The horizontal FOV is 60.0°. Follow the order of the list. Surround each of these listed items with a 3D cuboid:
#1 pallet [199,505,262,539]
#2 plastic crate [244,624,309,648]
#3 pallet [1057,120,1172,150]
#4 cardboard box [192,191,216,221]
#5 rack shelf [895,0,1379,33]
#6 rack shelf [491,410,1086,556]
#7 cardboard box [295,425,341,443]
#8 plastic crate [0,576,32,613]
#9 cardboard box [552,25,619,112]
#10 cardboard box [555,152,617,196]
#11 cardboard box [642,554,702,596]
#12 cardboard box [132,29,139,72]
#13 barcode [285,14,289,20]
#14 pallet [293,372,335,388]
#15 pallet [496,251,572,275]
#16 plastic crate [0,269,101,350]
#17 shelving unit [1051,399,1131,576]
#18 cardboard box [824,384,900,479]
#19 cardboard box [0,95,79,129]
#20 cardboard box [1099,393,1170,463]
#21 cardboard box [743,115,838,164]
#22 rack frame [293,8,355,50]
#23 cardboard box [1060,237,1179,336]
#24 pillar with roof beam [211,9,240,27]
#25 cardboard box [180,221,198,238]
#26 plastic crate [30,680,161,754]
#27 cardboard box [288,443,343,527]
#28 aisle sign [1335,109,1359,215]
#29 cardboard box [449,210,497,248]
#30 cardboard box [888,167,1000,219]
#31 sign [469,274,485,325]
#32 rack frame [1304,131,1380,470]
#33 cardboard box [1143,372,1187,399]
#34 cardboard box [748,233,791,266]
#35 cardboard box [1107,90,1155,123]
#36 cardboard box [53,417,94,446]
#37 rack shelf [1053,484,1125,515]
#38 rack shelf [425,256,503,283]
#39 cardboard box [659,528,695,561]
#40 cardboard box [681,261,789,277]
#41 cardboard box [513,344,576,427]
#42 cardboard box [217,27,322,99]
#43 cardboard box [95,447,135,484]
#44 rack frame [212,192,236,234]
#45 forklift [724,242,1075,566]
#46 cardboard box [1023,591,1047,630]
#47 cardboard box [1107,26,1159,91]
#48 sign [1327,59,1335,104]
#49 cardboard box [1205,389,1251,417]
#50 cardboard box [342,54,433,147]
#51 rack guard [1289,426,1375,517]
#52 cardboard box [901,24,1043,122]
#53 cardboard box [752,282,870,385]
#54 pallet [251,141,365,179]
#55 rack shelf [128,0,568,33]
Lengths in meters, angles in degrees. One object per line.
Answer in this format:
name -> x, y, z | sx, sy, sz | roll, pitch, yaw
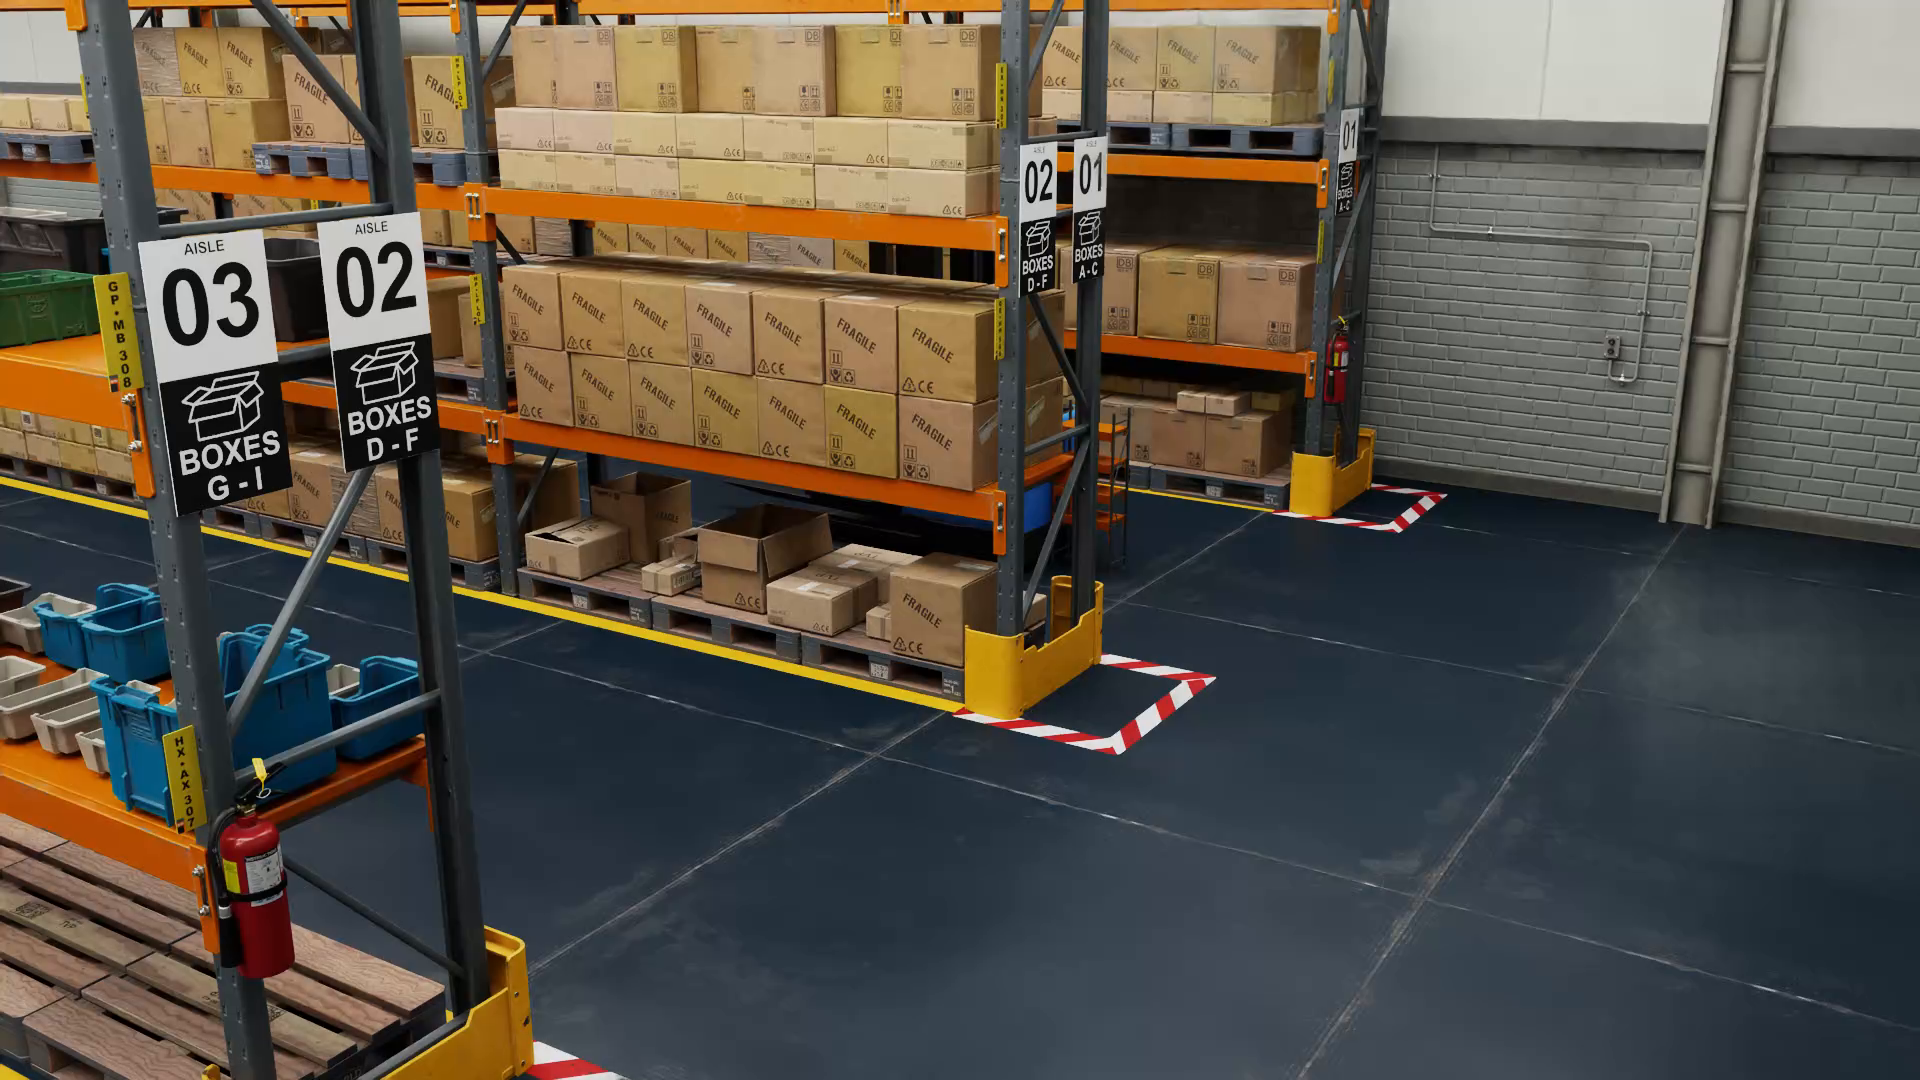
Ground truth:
pallet -> -5.680, -0.318, 13.566 | 1.213, 0.211, 1.003 | 10, 20, 30
plastic crate -> -2.674, 0.500, 6.260 | 0.300, 0.233, 0.416 | 10, 20, 30
pallet -> 1.428, -3.474, 14.150 | 1.213, 0.211, 1.003 | 10, 20, 30
cardboard box -> -8.976, -4.136, 20.269 | 0.500, 0.500, 0.500 | 11, 20, 32
rack shelf -> 1.405, -4.425, 13.892 | 4.000, 0.370, 1.077 | 10, 20, 30
rack shelf -> -1.184, -0.519, 10.665 | 4.000, 0.370, 1.077 | 10, 20, 30
cardboard box -> -4.936, -0.627, 13.328 | 0.500, 0.500, 0.500 | 9, 19, 28
plastic crate -> -4.389, 0.266, 7.215 | 0.590, 0.125, 0.437 | 10, 20, 30
cardboard box -> -2.102, -2.953, 10.388 | 0.500, 0.500, 0.700 | 10, 20, 30
cardboard box -> -2.179, -2.318, 10.449 | 0.500, 0.250, 0.500 | 10, 20, 30
cardboard box -> -1.901, 0.225, 11.098 | 0.250, 0.166, 0.380 | 10, 20, 30
cardboard box -> -9.922, -5.983, 20.330 | 0.500, 0.500, 0.500 | 10, 19, 29
barcode -> -8.075, -6.273, 19.943 | 0.075, 0.075, 0.001 | 10, 20, 30
pallet -> -4.637, -1.389, 12.623 | 1.213, 0.211, 1.003 | 10, 20, 30
pallet -> -4.370, -2.993, 17.904 | 1.003, 0.211, 1.213 | 10, 20, 30
plastic crate -> -3.065, -0.746, 5.378 | 0.336, 0.188, 0.450 | 10, 20, 30
shelving unit -> 0.945, -0.383, 12.079 | 0.503, 1.200, 0.258 | 11, 20, 33
cardboard box -> -0.448, -0.685, 9.804 | 0.500, 0.500, 0.500 | 10, 20, 31
cardboard box -> -7.650, -3.560, 13.815 | 0.500, 0.250, 0.500 | 10, 19, 29
cardboard box -> 1.606, -1.025, 14.673 | 0.500, 0.500, 0.700 | 9, 19, 28
cardboard box -> -0.901, -2.329, 9.625 | 0.500, 0.250, 0.500 | 10, 20, 30
rack frame -> -7.116, -6.482, 18.737 | 0.127, 3.000, 1.000 | 10, 20, 30
cardboard box -> 1.399, -2.231, 14.548 | 0.700, 0.700, 0.980 | 9, 19, 27
pillar with roof beam -> -11.728, -6.132, 17.585 | 0.400, 9.000, 9.100 | 10, 20, 30
cardboard box -> -9.394, -3.850, 20.619 | 0.500, 0.250, 0.500 | 10, 19, 29
plastic crate -> -3.104, 0.638, 5.970 | 0.243, 0.136, 0.396 | 10, 20, 30
cardboard box -> -4.737, -0.416, 12.634 | 0.500, 0.500, 0.500 | 9, 19, 28
aisle sign -> 3.014, -2.945, 12.941 | 0.004, 0.787, 0.394 | 10, 20, 30
cardboard box -> -5.186, -3.514, 18.360 | 0.500, 0.500, 0.700 | 10, 20, 30
cardboard box -> -0.055, -1.935, 9.187 | 0.500, 0.250, 0.500 | 10, 20, 30
sign -> -3.175, -1.583, 10.940 | 0.005, 0.325, 0.100 | 10, 20, 30
rack frame -> 3.110, -1.786, 13.600 | 0.127, 3.000, 1.000 | 10, 20, 30
cardboard box -> 1.810, -1.367, 14.683 | 0.250, 0.149, 0.380 | 10, 20, 31
cardboard box -> -1.688, -2.756, 16.074 | 0.500, 0.500, 0.500 | 10, 20, 30
cardboard box -> 1.457, -3.601, 13.777 | 0.500, 0.250, 0.500 | 9, 19, 28
cardboard box -> -7.318, -1.025, 14.139 | 0.500, 0.311, 0.500 | 10, 19, 29
rack shelf -> 0.945, -0.319, 12.099 | 0.480, 0.148, 0.258 | 11, 20, 33
rack shelf -> -5.412, -2.963, 18.712 | 4.000, 0.370, 1.077 | 10, 20, 30
cardboard box -> -1.903, 0.045, 11.720 | 0.250, 0.149, 0.380 | 10, 20, 30
cardboard box -> -1.454, -1.526, 10.853 | 0.500, 0.500, 0.500 | 10, 20, 30
cardboard box -> -2.596, -1.070, 11.070 | 0.500, 0.500, 0.500 | 11, 20, 31
cardboard box -> -5.059, -3.514, 12.235 | 0.500, 0.500, 0.500 | 10, 20, 30
cardboard box -> -6.873, -0.680, 13.968 | 0.500, 0.250, 0.500 | 11, 20, 31
rack frame -> -6.297, -1.775, 13.565 | 0.127, 3.000, 1.000 | 10, 20, 30
forklift -> -0.518, -1.507, 12.798 | 3.031, 2.935, 1.130 | 11, 20, 33
cardboard box -> 0.343, 0.446, 10.399 | 0.250, 0.149, 0.380 | 10, 20, 30
cardboard box -> 1.474, -3.957, 13.659 | 0.500, 0.500, 0.500 | 9, 19, 28
sign -> 2.814, -3.475, 12.611 | 0.005, 0.325, 0.100 | 10, 20, 30
cardboard box -> 2.256, -1.157, 13.993 | 0.250, 0.149, 0.380 | 10, 19, 29
cardboard box -> -3.860, -3.090, 11.664 | 0.600, 0.600, 0.600 | 10, 19, 29
rack guard -> 3.130, -0.586, 13.951 | 0.348, 0.500, 1.175 | 10, 20, 30
cardboard box -> 0.074, -2.594, 9.207 | 0.500, 0.500, 0.700 | 10, 20, 30
cardboard box -> -0.878, -1.239, 9.906 | 0.500, 0.500, 0.500 | 11, 20, 32
pallet -> -4.292, -2.786, 12.054 | 1.003, 0.211, 1.213 | 10, 20, 30
rack shelf -> -4.592, -3.806, 11.854 | 4.000, 0.370, 1.077 | 10, 20, 30
